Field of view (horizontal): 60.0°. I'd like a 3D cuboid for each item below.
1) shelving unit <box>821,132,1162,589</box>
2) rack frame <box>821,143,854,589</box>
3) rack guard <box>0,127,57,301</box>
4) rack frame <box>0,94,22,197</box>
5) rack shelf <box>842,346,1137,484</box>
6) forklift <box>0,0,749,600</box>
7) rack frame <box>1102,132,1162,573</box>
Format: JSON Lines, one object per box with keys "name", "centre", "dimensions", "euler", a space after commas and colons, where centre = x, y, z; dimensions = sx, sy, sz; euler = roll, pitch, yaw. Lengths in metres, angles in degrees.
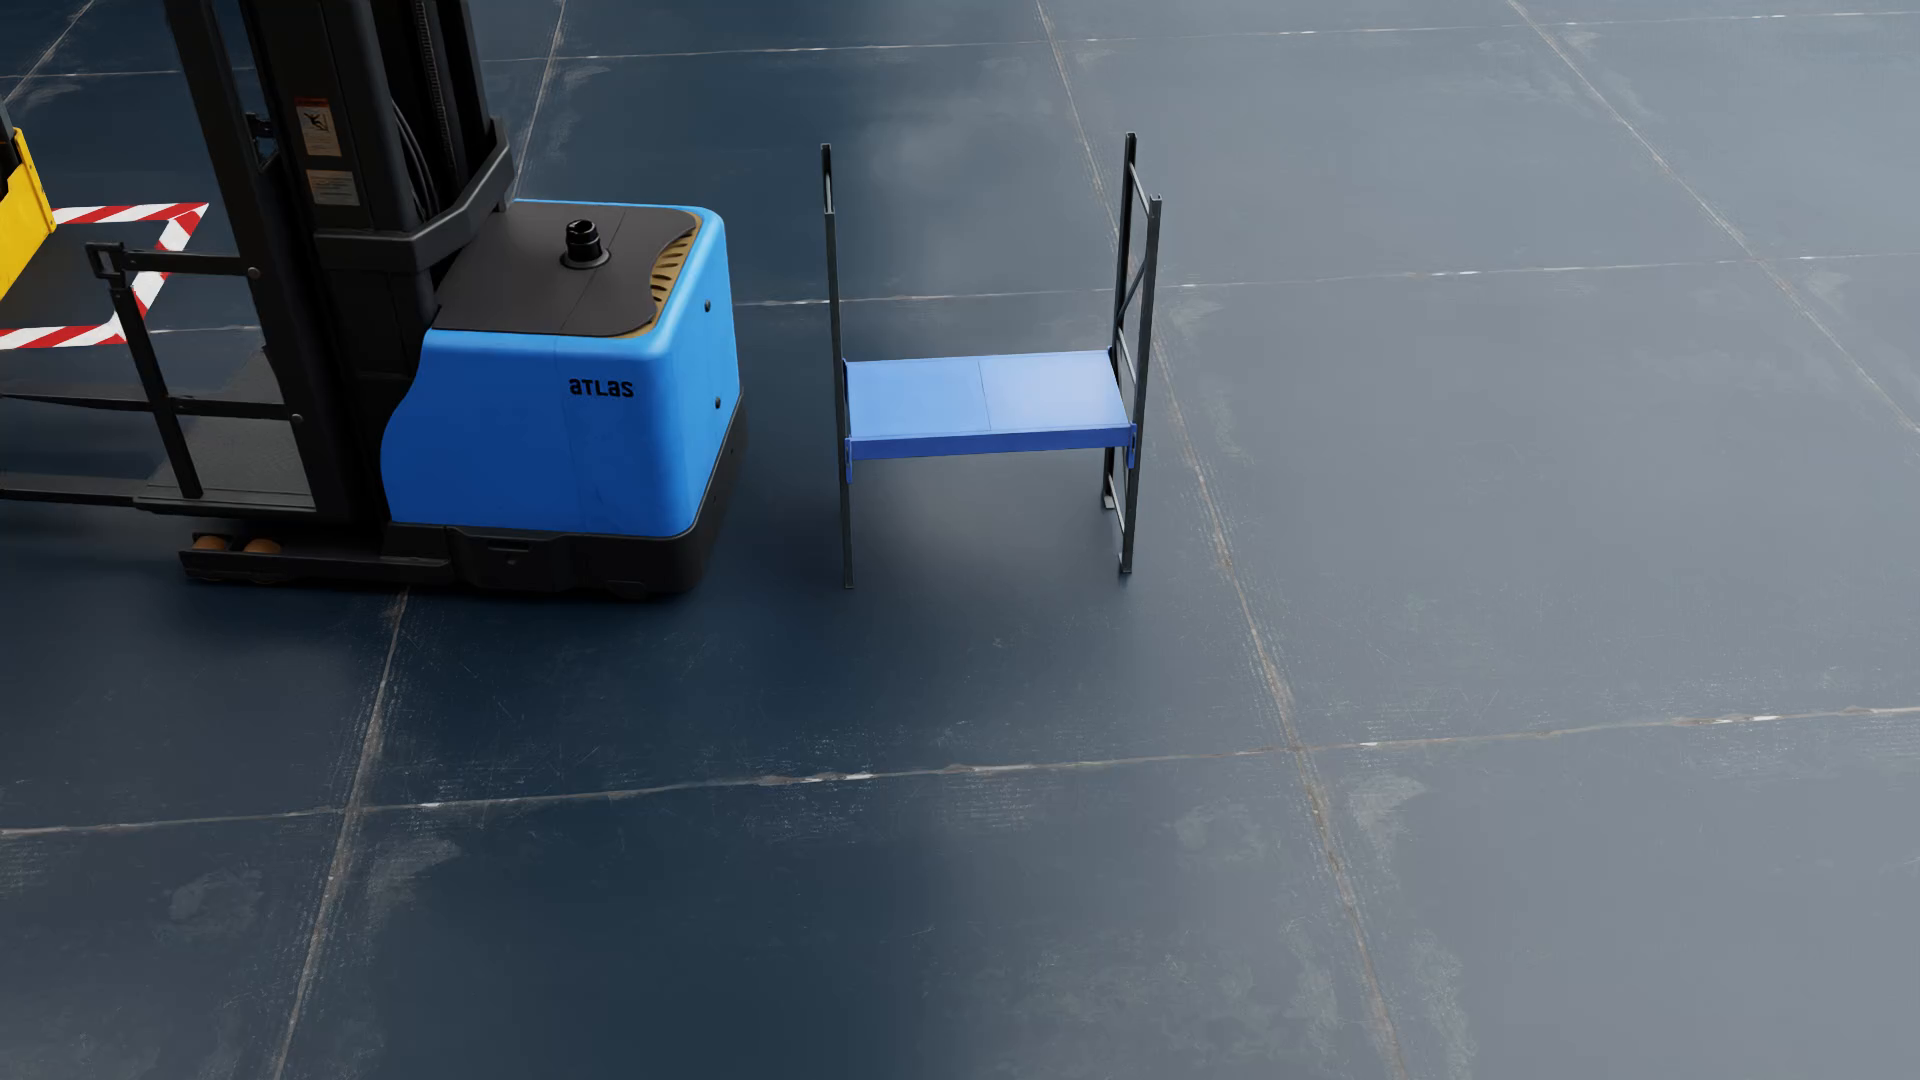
{"name": "shelving unit", "centre": [0.085, -0.593, 5.791], "dimensions": [1.048, 1.500, 0.538], "euler": [-3, 38, -4]}
{"name": "rack frame", "centre": [-0.421, -0.566, 5.756], "dimensions": [0.032, 1.500, 0.500], "euler": [-3, 38, -4]}
{"name": "rack guard", "centre": [-4.585, -1.408, 7.631], "dimensions": [0.348, 0.500, 1.175], "euler": [-3, 38, -4]}
{"name": "rack frame", "centre": [-4.514, -2.423, 6.899], "dimensions": [0.127, 3.000, 1.000], "euler": [-3, 38, -4]}
{"name": "rack shelf", "centre": [0.085, -0.452, 5.903], "dimensions": [1.000, 0.185, 0.538], "euler": [-3, 38, -4]}
{"name": "forklift", "centre": [-2.391, -1.312, 5.546], "dimensions": [3.031, 2.935, 1.130], "euler": [3, 38, 4]}
{"name": "rack frame", "centre": [0.591, -0.621, 5.827], "dimensions": [0.032, 1.500, 0.500], "euler": [-3, 38, -4]}
